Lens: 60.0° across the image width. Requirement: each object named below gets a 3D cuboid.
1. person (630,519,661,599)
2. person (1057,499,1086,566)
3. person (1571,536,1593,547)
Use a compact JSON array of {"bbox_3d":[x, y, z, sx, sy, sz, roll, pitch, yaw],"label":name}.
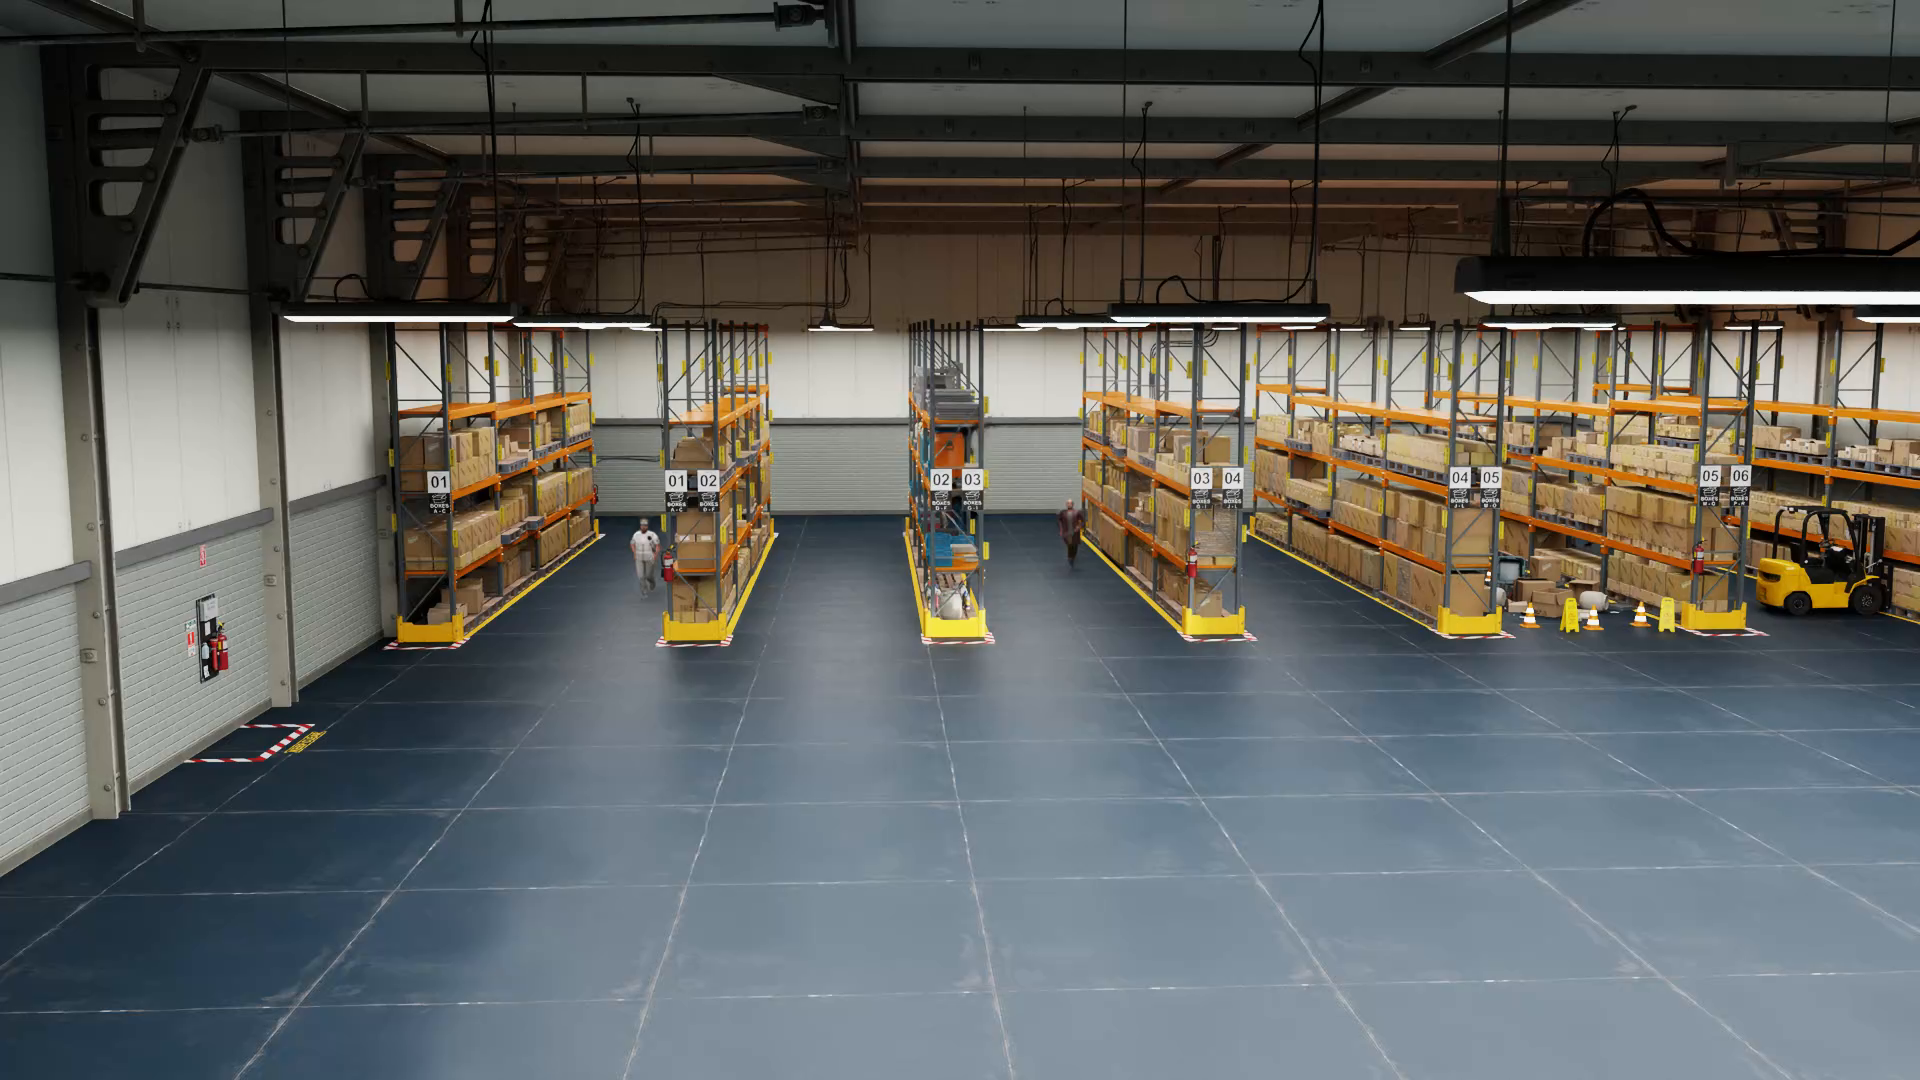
[{"bbox_3d":[-6.871,0.394,36.290,0.664,1.749,0.632,0,7,0],"label":"person"},{"bbox_3d":[2.683,-0.158,40.224,0.698,1.667,0.907,1,7,6],"label":"person"},{"bbox_3d":[16.633,-0.620,44.466,0.635,1.760,0.871,-3,8,-23],"label":"person"}]
